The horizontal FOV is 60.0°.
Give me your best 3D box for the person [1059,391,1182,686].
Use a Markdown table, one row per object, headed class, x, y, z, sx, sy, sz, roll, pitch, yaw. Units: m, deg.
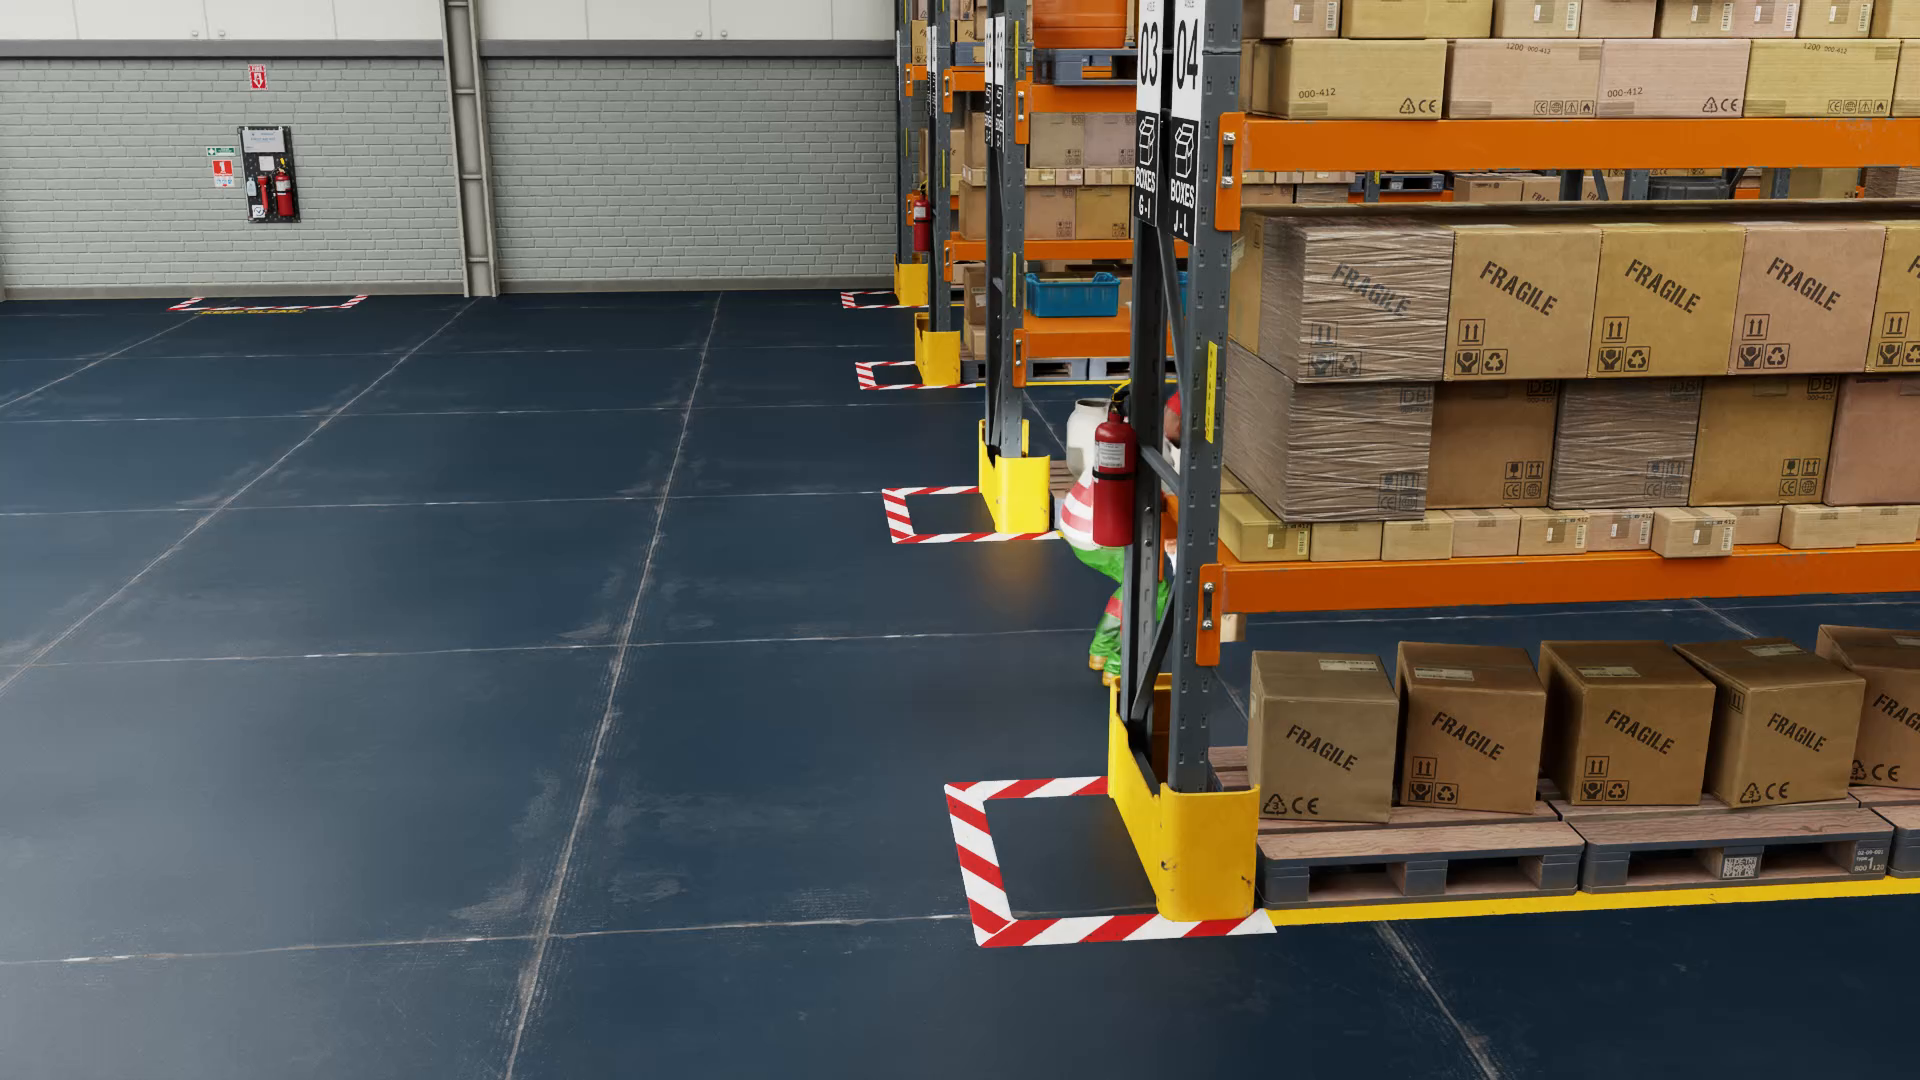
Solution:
| class | x | y | z | sx | sy | sz | roll | pitch | yaw |
| --- | --- | --- | --- | --- | --- | --- | --- | --- | --- |
| person | 0.863 | -0.028 | 8.199 | 0.748 | 1.443 | 0.583 | -2 | 17 | -5 |
